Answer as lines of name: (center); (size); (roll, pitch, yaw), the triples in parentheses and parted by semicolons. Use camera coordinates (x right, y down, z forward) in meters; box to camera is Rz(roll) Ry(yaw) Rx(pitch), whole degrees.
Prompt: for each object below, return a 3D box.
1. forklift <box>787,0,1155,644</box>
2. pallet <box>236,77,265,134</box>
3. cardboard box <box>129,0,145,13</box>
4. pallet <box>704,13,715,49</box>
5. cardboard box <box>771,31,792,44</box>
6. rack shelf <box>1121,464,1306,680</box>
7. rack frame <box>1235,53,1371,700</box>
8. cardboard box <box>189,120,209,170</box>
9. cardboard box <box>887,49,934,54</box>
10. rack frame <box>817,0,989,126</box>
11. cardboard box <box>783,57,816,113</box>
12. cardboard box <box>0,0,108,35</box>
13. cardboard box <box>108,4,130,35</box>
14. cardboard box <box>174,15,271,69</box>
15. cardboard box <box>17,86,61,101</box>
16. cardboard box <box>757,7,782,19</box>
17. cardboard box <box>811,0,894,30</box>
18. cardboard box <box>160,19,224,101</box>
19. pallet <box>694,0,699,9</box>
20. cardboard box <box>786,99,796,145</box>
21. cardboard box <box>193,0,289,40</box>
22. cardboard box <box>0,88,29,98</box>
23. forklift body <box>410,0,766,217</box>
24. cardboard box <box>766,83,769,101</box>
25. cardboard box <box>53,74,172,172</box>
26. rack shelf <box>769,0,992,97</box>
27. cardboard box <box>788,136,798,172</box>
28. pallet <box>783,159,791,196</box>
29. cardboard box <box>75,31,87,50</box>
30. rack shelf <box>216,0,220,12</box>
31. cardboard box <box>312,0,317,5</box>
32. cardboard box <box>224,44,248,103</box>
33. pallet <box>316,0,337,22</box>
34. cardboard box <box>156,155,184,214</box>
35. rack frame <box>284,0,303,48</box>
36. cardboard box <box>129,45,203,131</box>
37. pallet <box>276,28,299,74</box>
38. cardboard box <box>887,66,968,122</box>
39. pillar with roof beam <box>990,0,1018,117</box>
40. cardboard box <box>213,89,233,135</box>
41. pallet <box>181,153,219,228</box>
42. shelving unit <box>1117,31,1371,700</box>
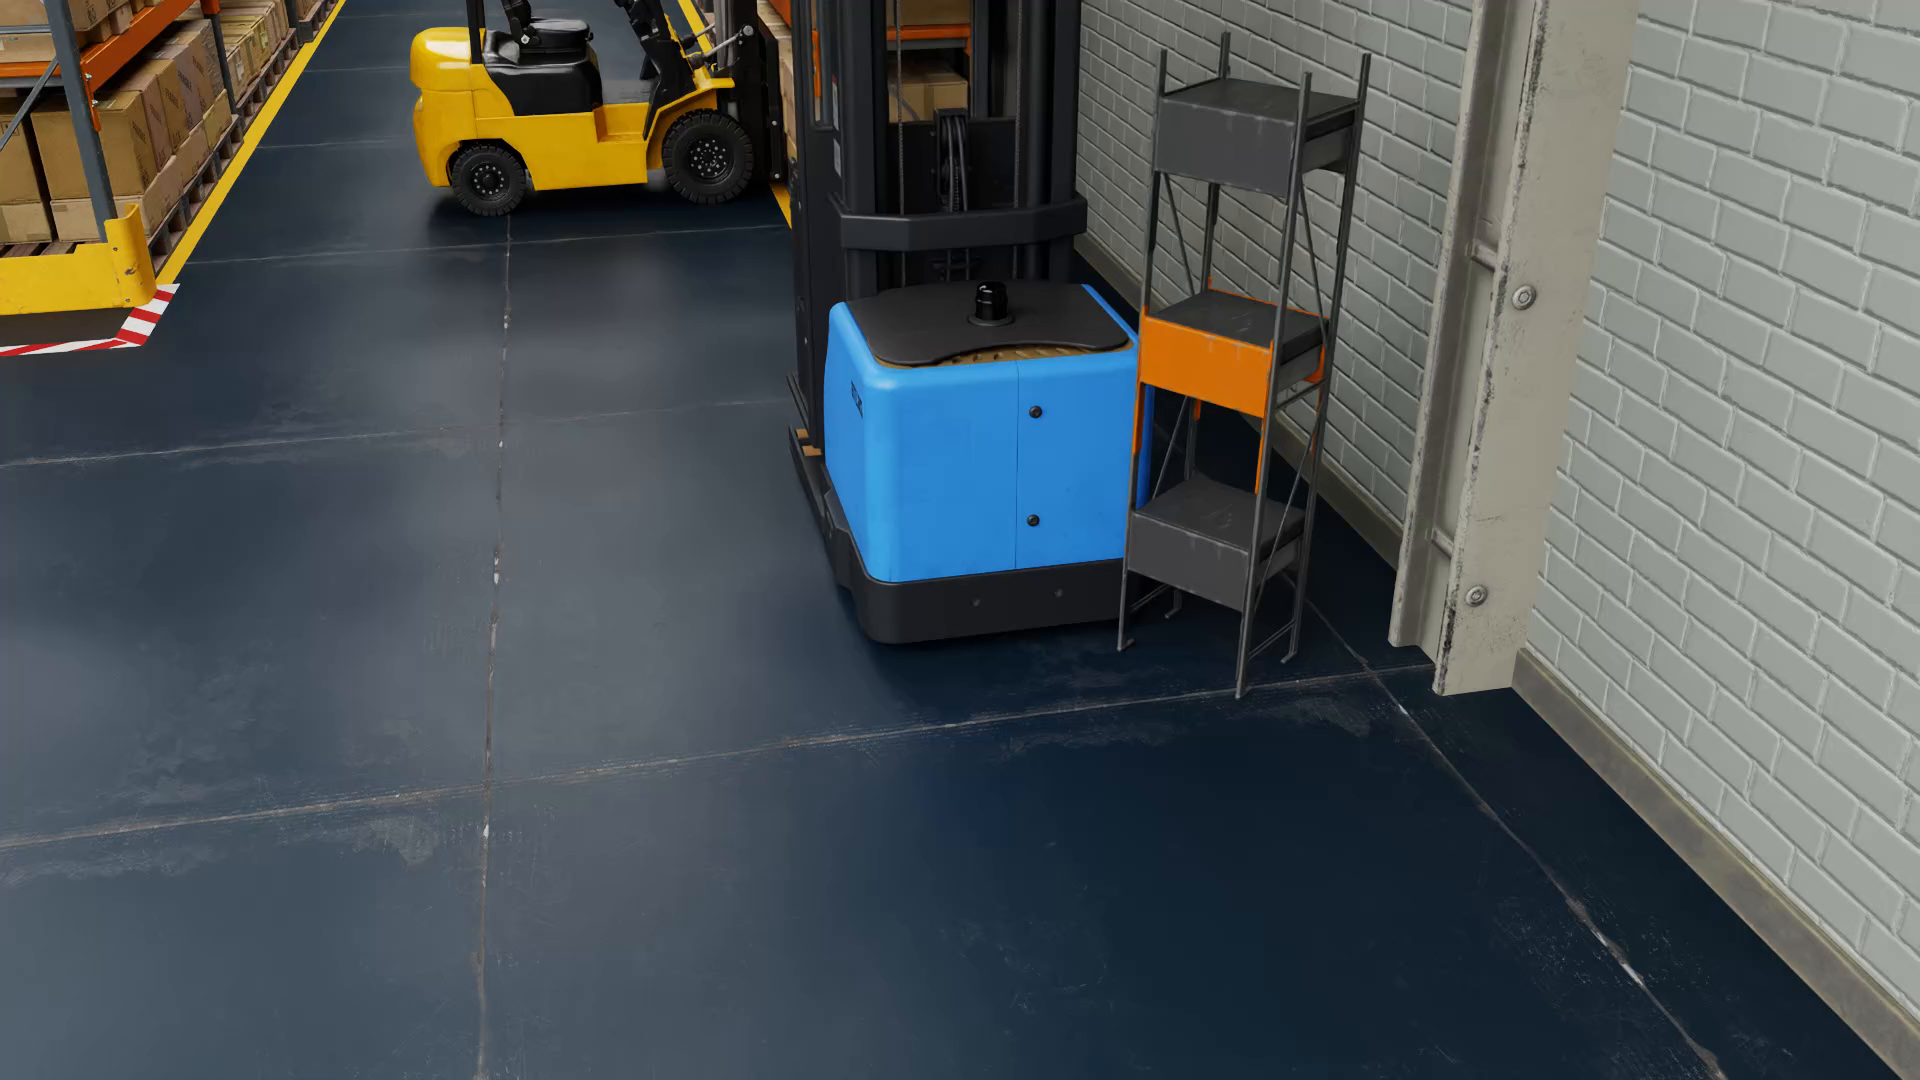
forklift: (-0.142, -1.585, 6.638); (1.130, 2.935, 3.031); (-6, 27, -12)
pallet: (-6.242, -3.492, 13.433); (1.003, 0.211, 1.213); (-6, 27, -12)
cardboard box: (-5.342, -3.386, 10.408); (0.380, 0.149, 0.250); (-7, 28, -13)
pallet: (-1.984, -5.046, 16.514); (1.003, 0.211, 1.213); (-6, 27, -12)
cardboard box: (-1.087, -3.389, 11.611); (0.500, 0.250, 0.500); (-7, 28, -13)
rack shelf: (0.888, 0.103, 5.791); (0.480, 0.518, 0.431); (21, 34, 34)
rack frame: (1.086, -0.458, 5.327); (0.015, 2.100, 0.400); (21, 34, 34)
cardboard box: (-5.430, -2.666, 11.289); (0.500, 0.250, 0.500); (-6, 27, -11)
cardboard box: (-0.471, -3.221, 11.278); (0.500, 0.250, 0.500); (-6, 27, -12)
rack frame: (-0.328, -3.145, 9.651); (1.000, 3.000, 0.127); (-6, 27, -12)
cardboard box: (-0.857, -2.945, 10.731); (0.500, 0.250, 0.500); (-5, 27, -11)
cardboard box: (-5.000, -3.052, 9.027); (0.500, 0.500, 0.500); (-6, 27, -12)
cardboard box: (-5.102, -3.047, 9.737); (0.380, 0.149, 0.250); (-6, 27, -11)
cardboard box: (-6.509, -4.260, 14.310); (0.950, 0.372, 0.625); (-5, 27, -10)
cardboard box: (-5.719, -2.488, 10.103); (0.500, 0.500, 0.500); (-5, 27, -10)
cardboard box: (-1.321, -3.837, 12.499); (0.500, 0.250, 0.500); (-6, 27, -12)
cardboard box: (-0.695, -3.379, 10.004); (0.500, 0.500, 0.500); (-7, 28, -13)
cardboard box: (-5.670, -3.457, 12.024); (0.500, 0.500, 0.500); (-6, 27, -12)
pallet: (-2.534, -6.278, 18.954); (1.003, 0.211, 1.213); (-6, 27, -12)
cardboard box: (-0.845, -2.731, 10.862); (0.500, 0.250, 0.500); (-6, 27, -12)
cardboard box: (-6.849, -4.916, 15.611); (0.950, 0.372, 0.625); (-8, 28, -15)
cardboard box: (-5.746, -2.703, 9.809); (0.380, 0.149, 0.250); (-5, 27, -10)
forklift body: (-2.533, -3.413, 11.125); (2.313, 2.155, 1.214); (-6, 27, -12)
cardboard box: (-1.091, -3.175, 11.743); (0.500, 0.250, 0.500); (-6, 27, -12)
cardboard box: (-5.204, -2.555, 10.237); (0.500, 0.500, 0.500); (-7, 28, -14)
rack shelf: (-0.779, -3.701, 11.553); (1.077, 0.370, 4.000); (-6, 27, -12)
cardboard box: (-0.845, -2.498, 10.956); (0.500, 0.250, 0.500); (-6, 27, -12)
pallet: (-0.813, -2.766, 11.995); (1.003, 0.211, 1.213); (-6, 27, -12)
cardboard box: (-5.109, -2.806, 9.260); (0.380, 0.149, 0.250); (-6, 27, -11)
rack shelf: (-6.516, -4.952, 14.030); (1.077, 0.370, 4.000); (-6, 27, -12)
cardboard box: (-7.238, -6.093, 17.386); (0.875, 0.875, 0.875); (-6, 27, -11)
cardboard box: (-6.186, -3.639, 13.081); (0.950, 0.372, 0.625); (-6, 27, -11)
pallet: (-7.342, -5.794, 17.996); (1.003, 0.211, 1.213); (-6, 27, -12)
cardboard box: (-5.184, -2.206, 10.377); (0.500, 0.250, 0.500); (-5, 27, -10)
rack frame: (-6.967, -6.151, 15.607); (1.000, 3.000, 0.127); (-6, 27, -12)
cardboard box: (-5.438, -3.010, 11.138); (0.500, 0.500, 0.500); (-5, 27, -9)
pallet: (-6.792, -4.563, 15.556); (1.003, 0.211, 1.213); (-6, 27, -12)
cardboard box: (-0.252, -2.781, 10.407); (0.500, 0.250, 0.500); (-6, 27, -12)
pillar with roof beam: (-3.802, -5.783, 8.220); (9.100, 9.000, 0.400); (-6, 27, -12)
cardboard box: (-5.670, -3.123, 12.193); (0.500, 0.250, 0.500); (-5, 27, -9)
pallet: (-5.601, -2.322, 11.116); (1.003, 0.211, 1.213); (-6, 27, -12)
shelving unit: (0.897, -0.531, 5.463); (0.503, 2.100, 0.431); (21, 34, 34)
